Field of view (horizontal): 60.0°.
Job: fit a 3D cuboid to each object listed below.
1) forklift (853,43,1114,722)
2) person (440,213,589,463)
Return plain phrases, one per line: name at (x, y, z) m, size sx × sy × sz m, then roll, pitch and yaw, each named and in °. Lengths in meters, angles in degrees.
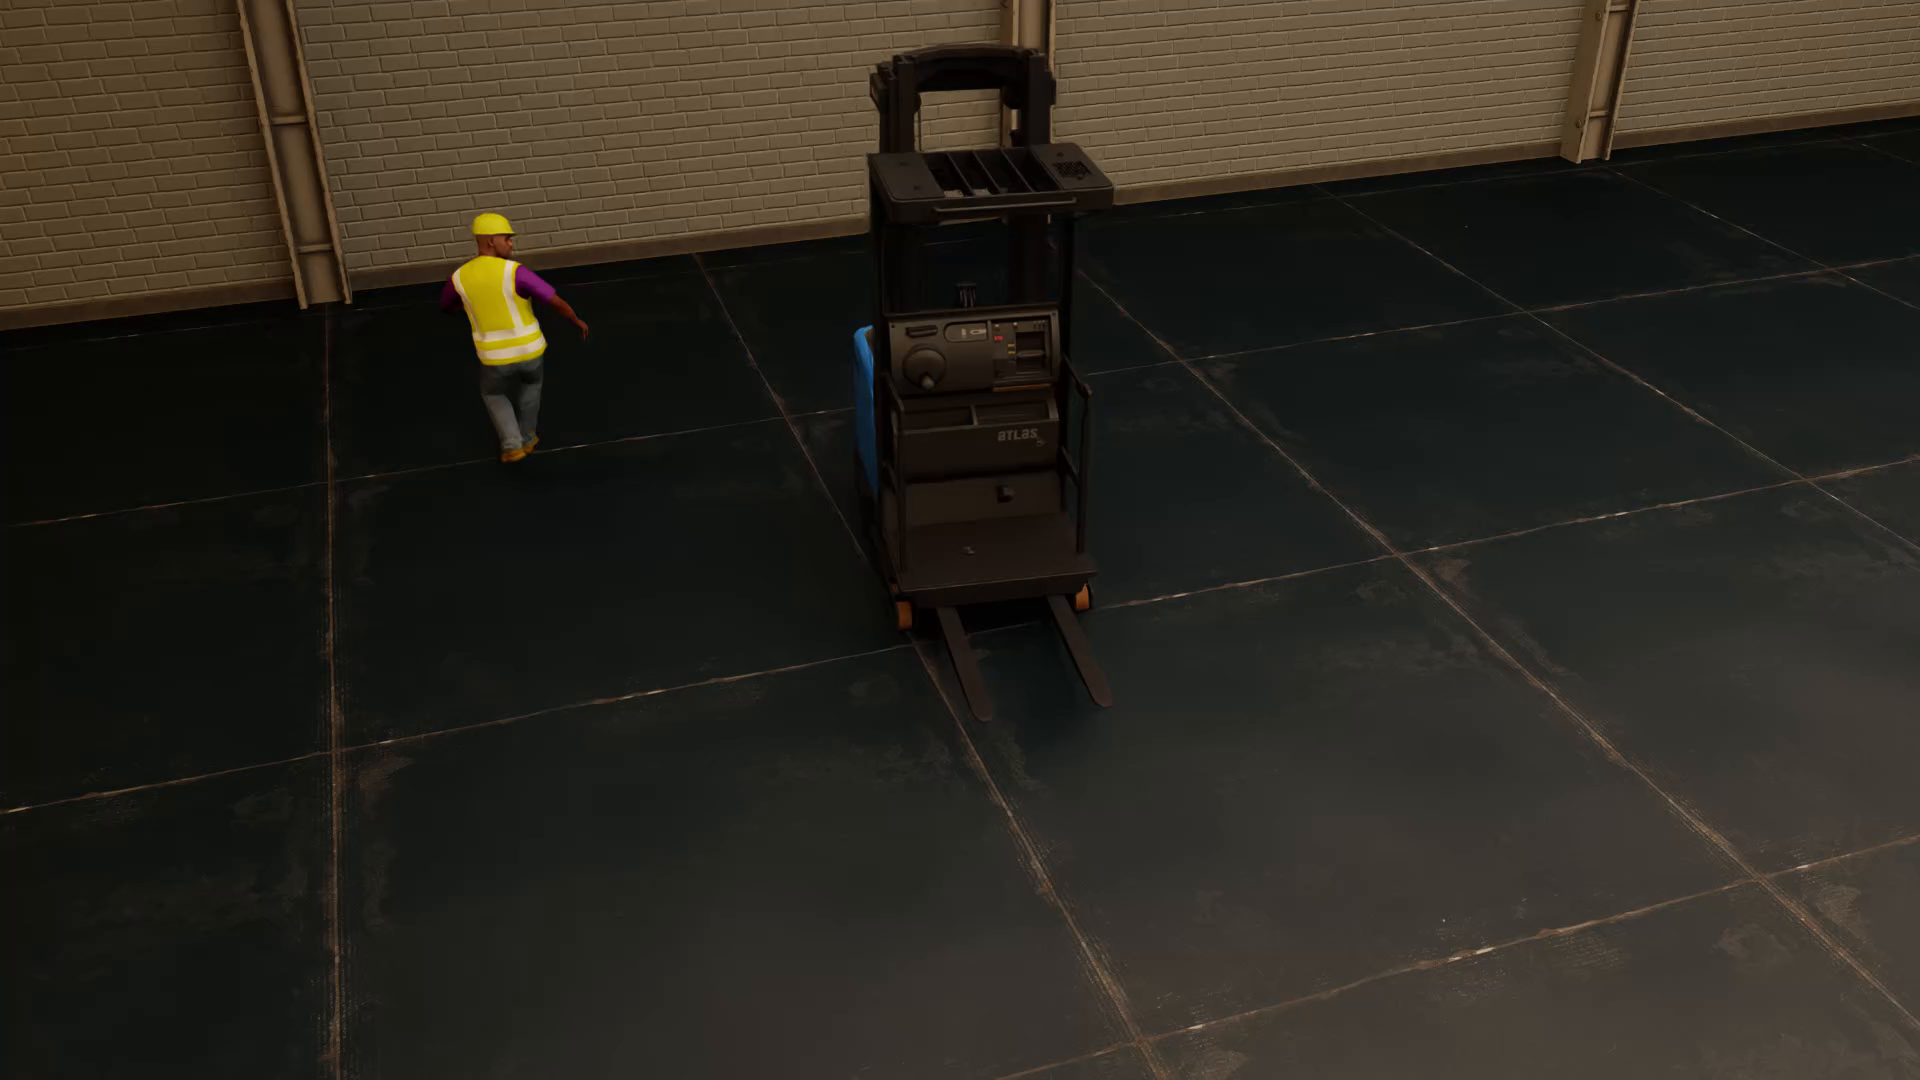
forklift at (0.125, -0.972, 8.777) m, size 1.130 × 2.935 × 3.031 m, roll -6°, pitch 30°, yaw -10°
person at (-2.839, -1.310, 10.654) m, size 0.910 × 1.638 × 0.817 m, roll -4°, pitch 30°, yaw -7°
